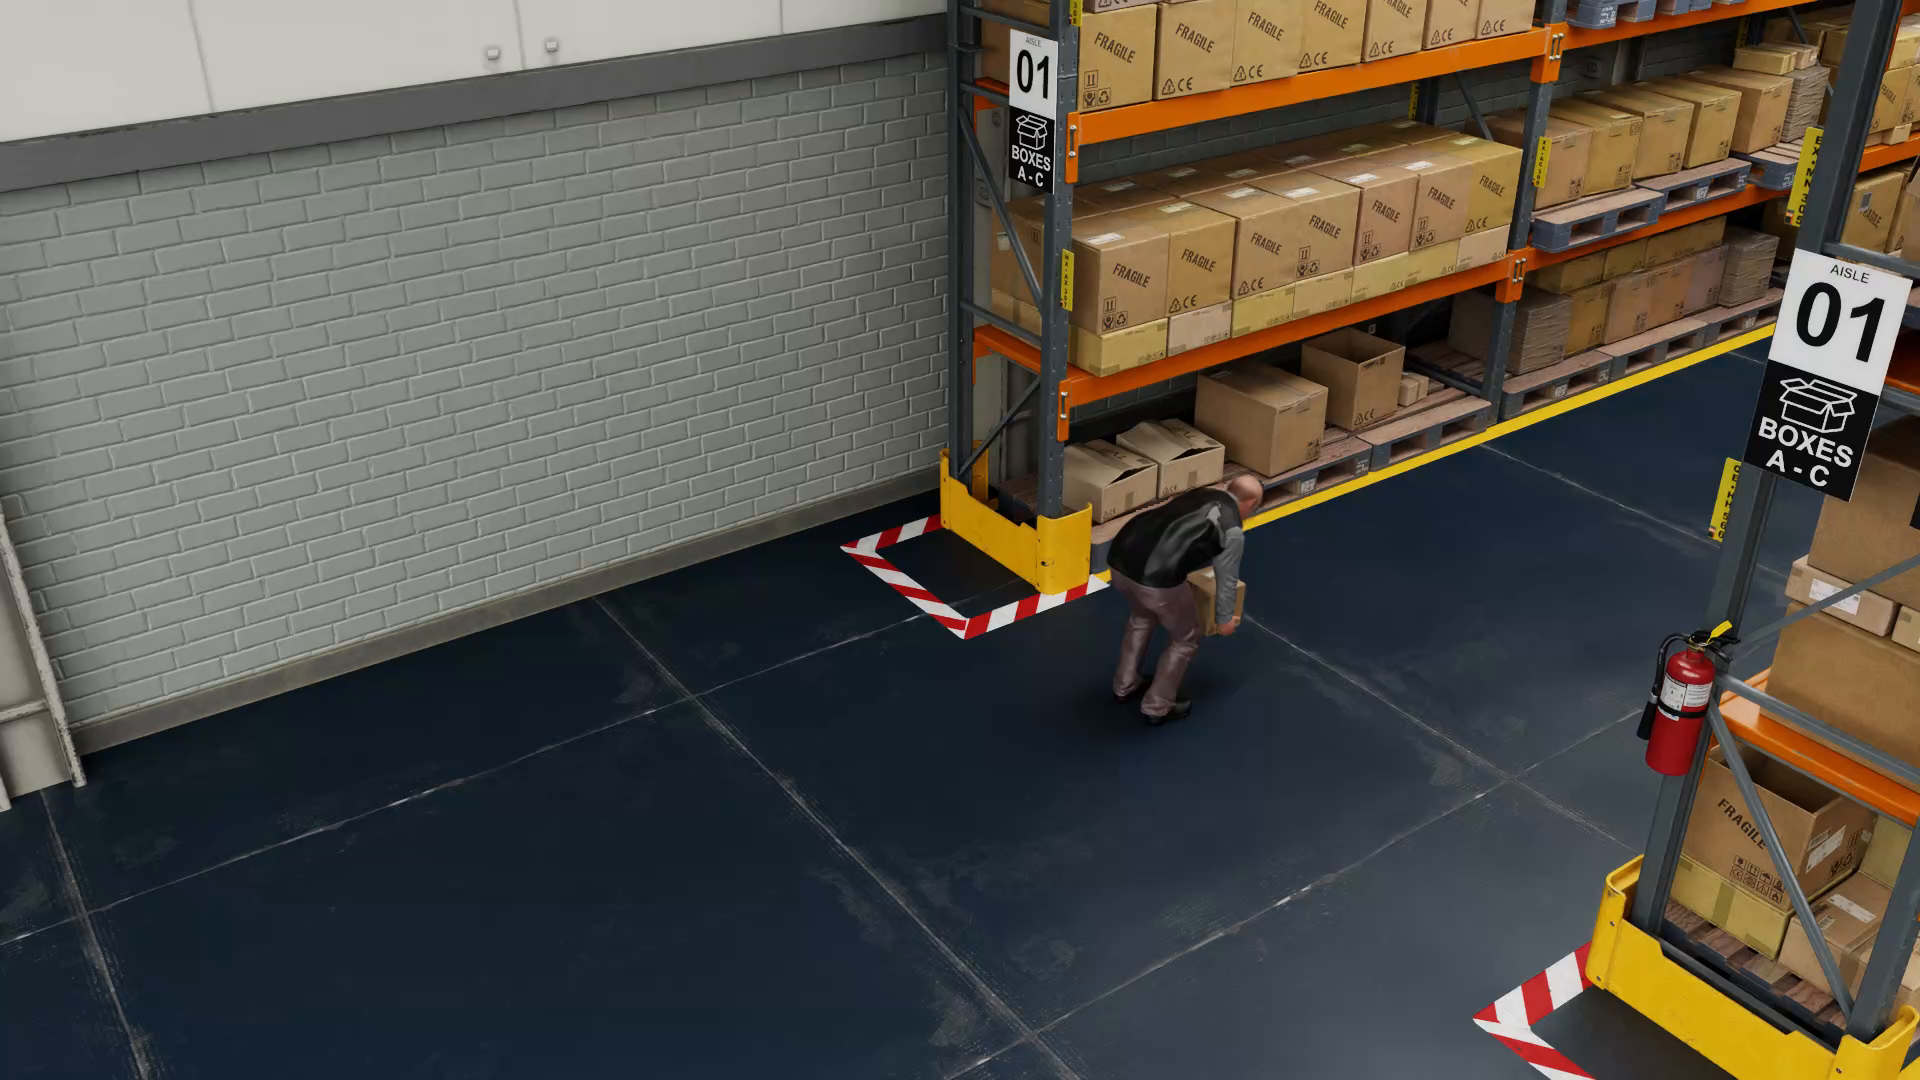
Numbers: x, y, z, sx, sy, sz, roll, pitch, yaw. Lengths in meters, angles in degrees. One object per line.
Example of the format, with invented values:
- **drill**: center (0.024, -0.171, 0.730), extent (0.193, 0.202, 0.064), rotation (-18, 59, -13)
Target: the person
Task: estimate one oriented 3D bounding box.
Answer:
- **person**: center (1.188, 0.296, 8.683), extent (0.948, 1.172, 0.464), rotation (-20, 34, -32)
